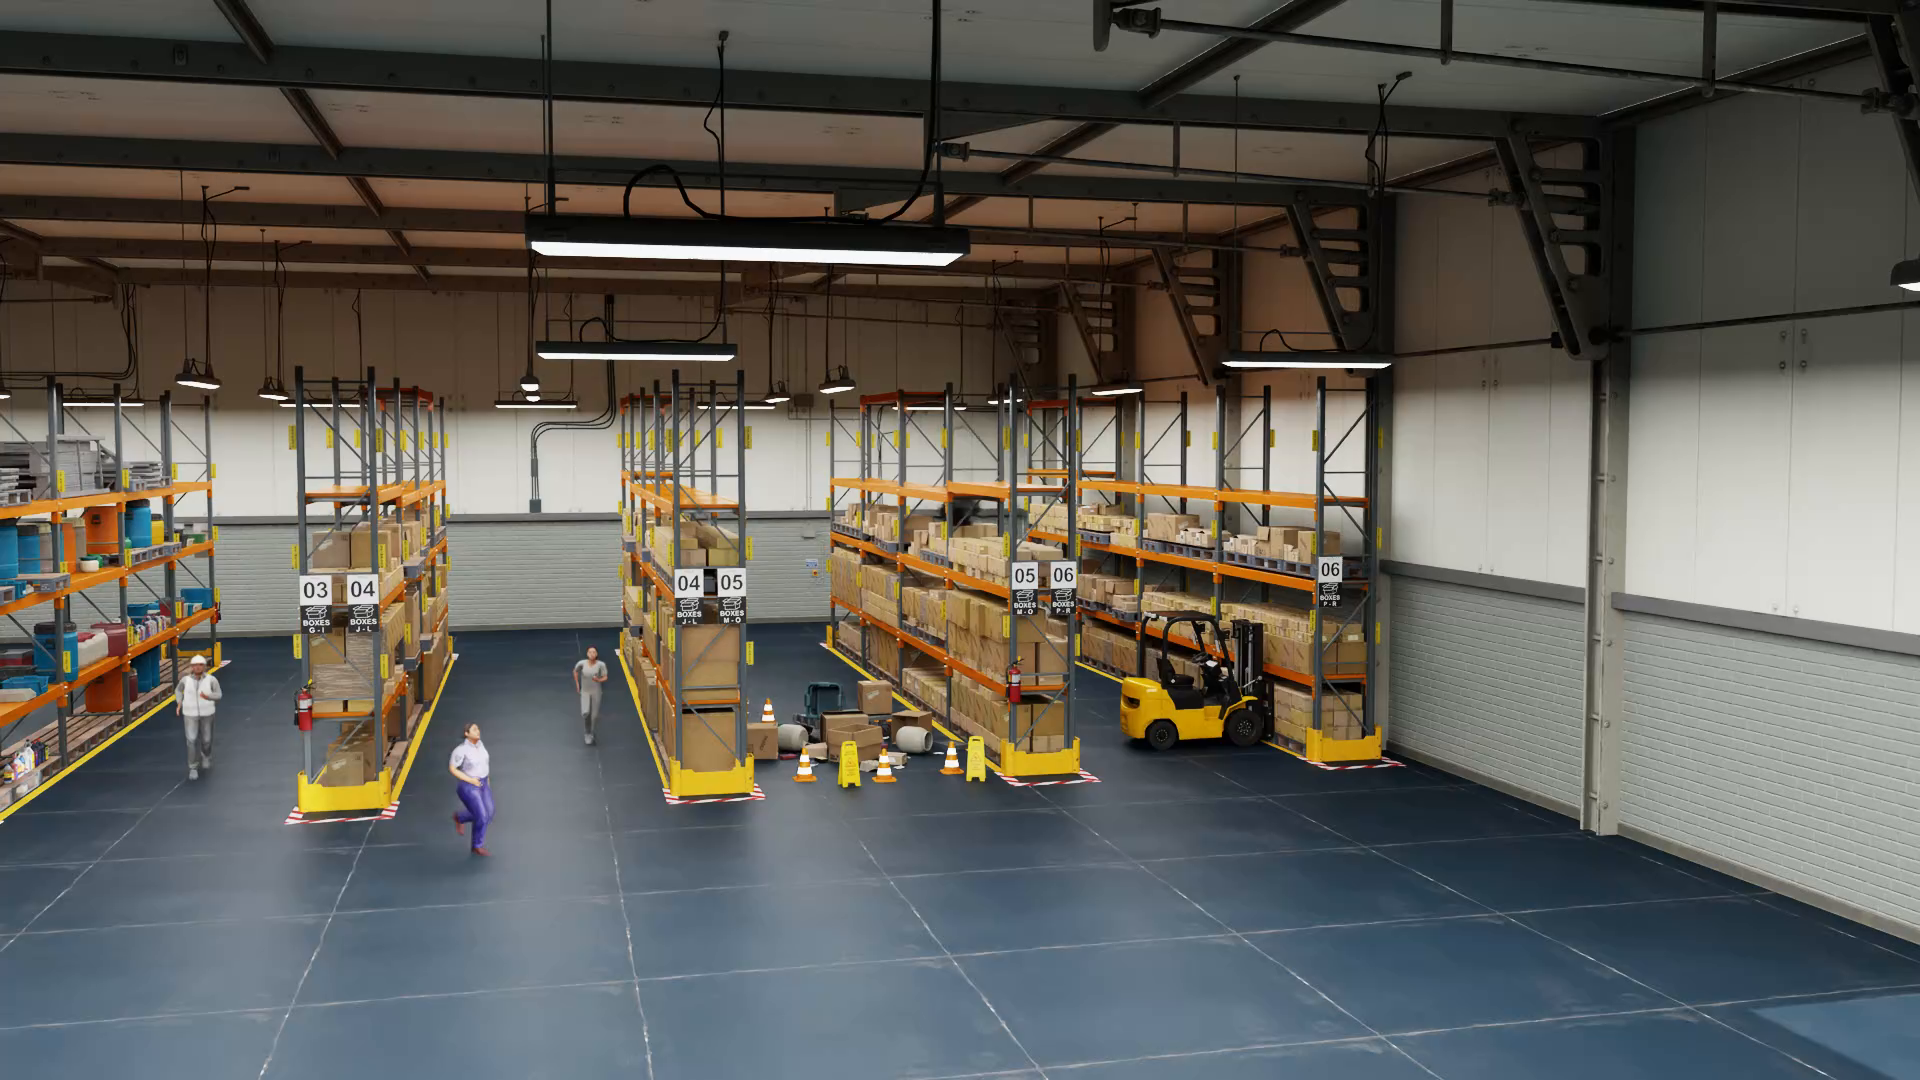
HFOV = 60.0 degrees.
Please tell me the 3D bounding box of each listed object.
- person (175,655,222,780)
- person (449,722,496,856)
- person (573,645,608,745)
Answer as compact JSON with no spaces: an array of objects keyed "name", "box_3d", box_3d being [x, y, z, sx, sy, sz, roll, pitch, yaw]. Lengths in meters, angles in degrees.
[{"name":"person","box_3d":[-11.345,2.609,24.794,0.645,1.785,0.904,-2,4,-24]},{"name":"person","box_3d":[-5.948,3.012,20.208,0.592,1.607,0.635,1,4,18]},{"name":"person","box_3d":[-6.069,2.537,27.346,0.544,1.633,0.742,-1,4,-15]}]
